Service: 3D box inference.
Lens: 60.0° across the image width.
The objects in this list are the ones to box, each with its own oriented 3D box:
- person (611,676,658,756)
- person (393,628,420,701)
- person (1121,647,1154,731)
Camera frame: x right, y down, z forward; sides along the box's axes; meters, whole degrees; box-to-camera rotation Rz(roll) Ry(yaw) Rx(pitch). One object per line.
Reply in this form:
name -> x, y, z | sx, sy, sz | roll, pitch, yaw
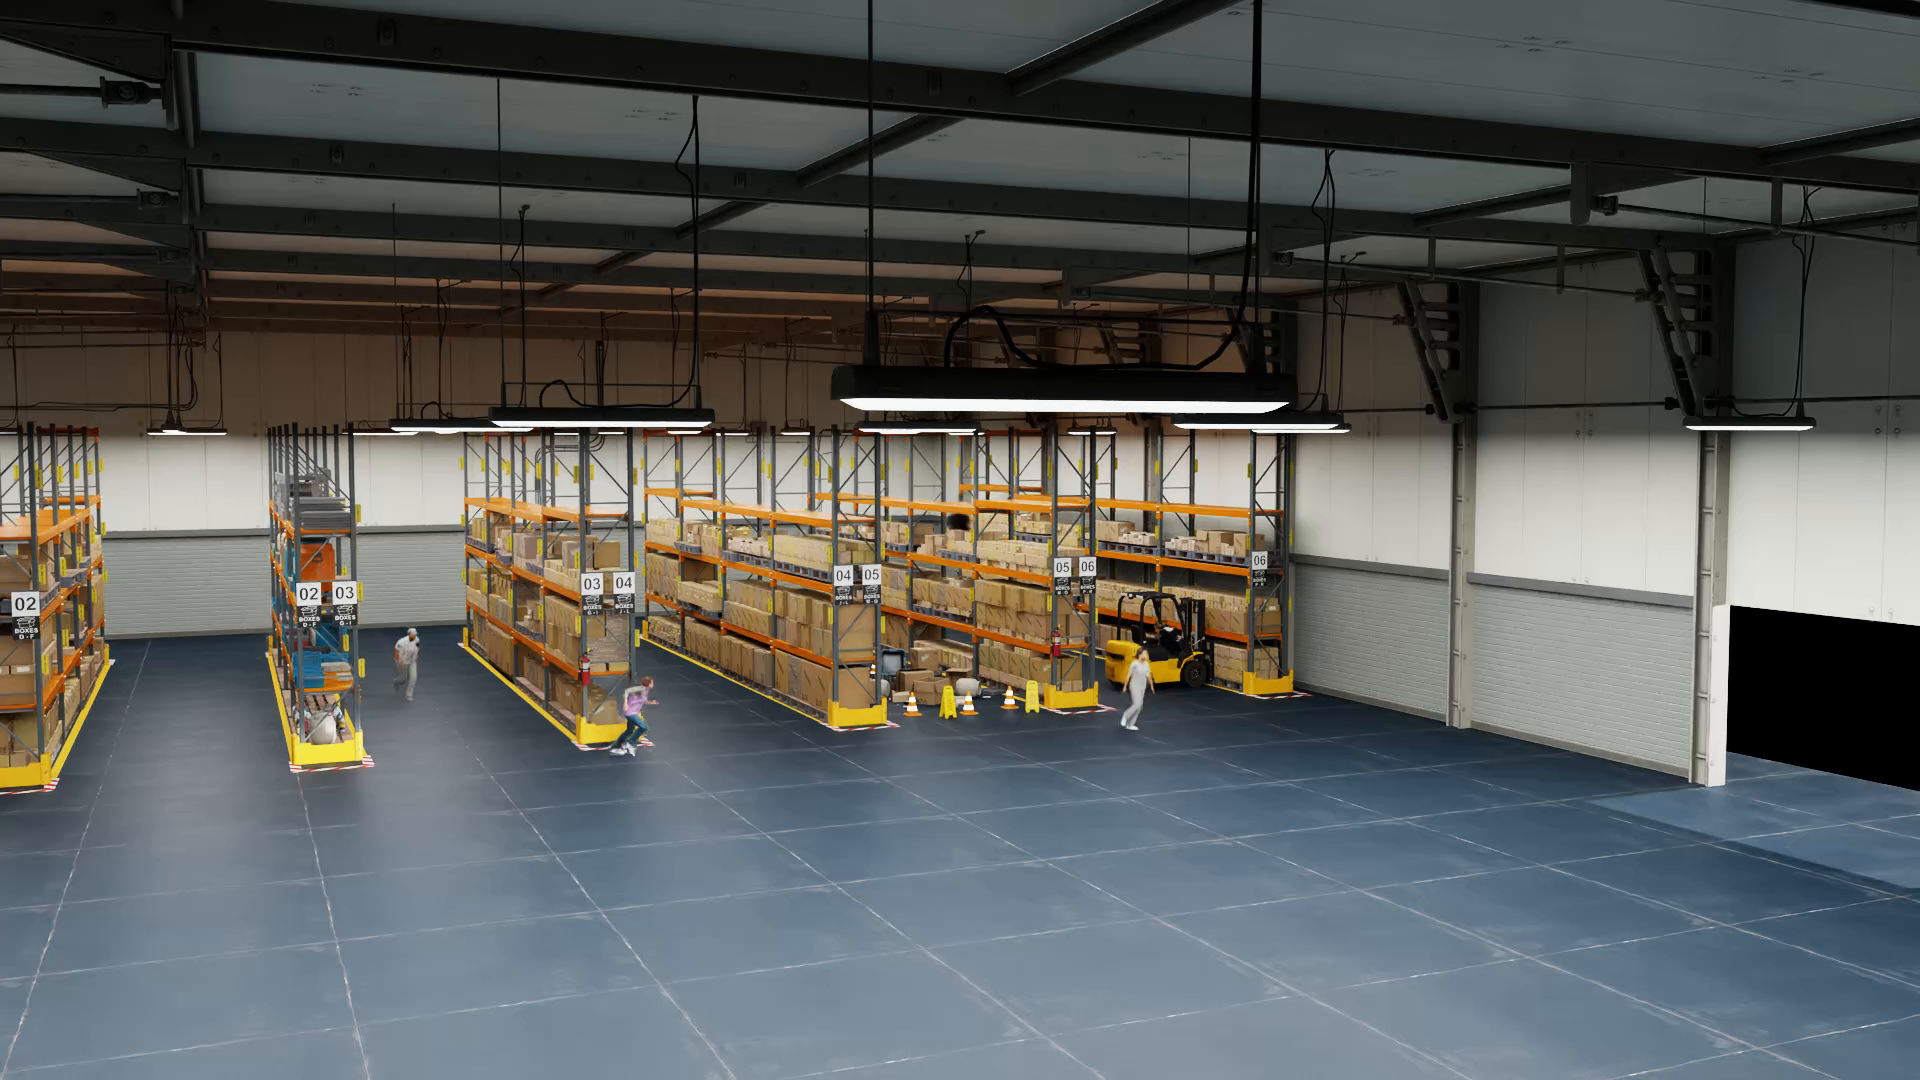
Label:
person -> -5.866, 3.162, 29.873 | 0.879, 1.449, 0.578 | 1, 4, 10
person -> -12.173, 2.722, 36.548 | 0.924, 1.627, 0.609 | 3, 5, 42
person -> 3.462, 2.914, 32.561 | 0.567, 1.640, 0.536 | -3, 4, -37
